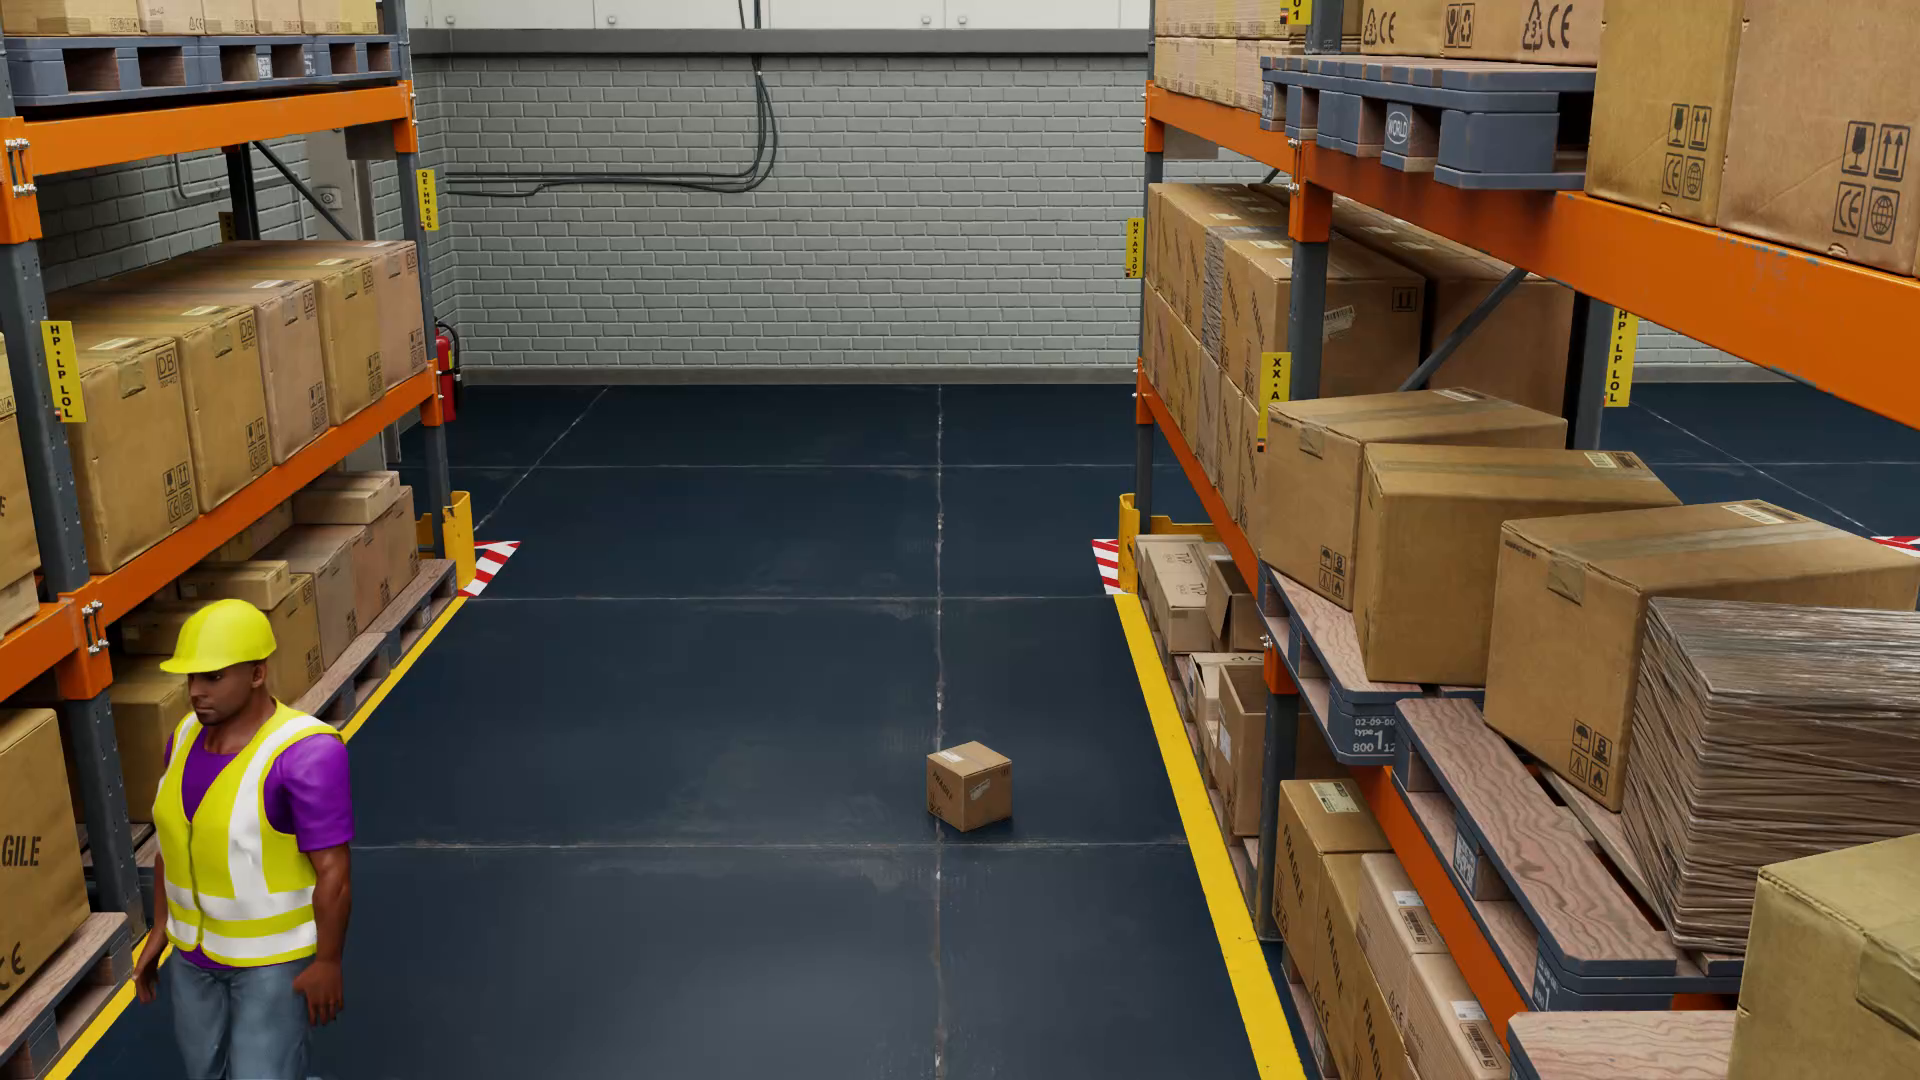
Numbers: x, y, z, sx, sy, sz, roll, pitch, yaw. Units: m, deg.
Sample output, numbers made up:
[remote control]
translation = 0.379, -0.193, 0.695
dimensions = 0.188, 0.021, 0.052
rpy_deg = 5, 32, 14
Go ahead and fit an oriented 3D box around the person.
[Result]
[person]
translation = -1.793, 1.020, 4.134
dimensions = 0.587, 1.757, 0.682
rpy_deg = 8, 19, 25
